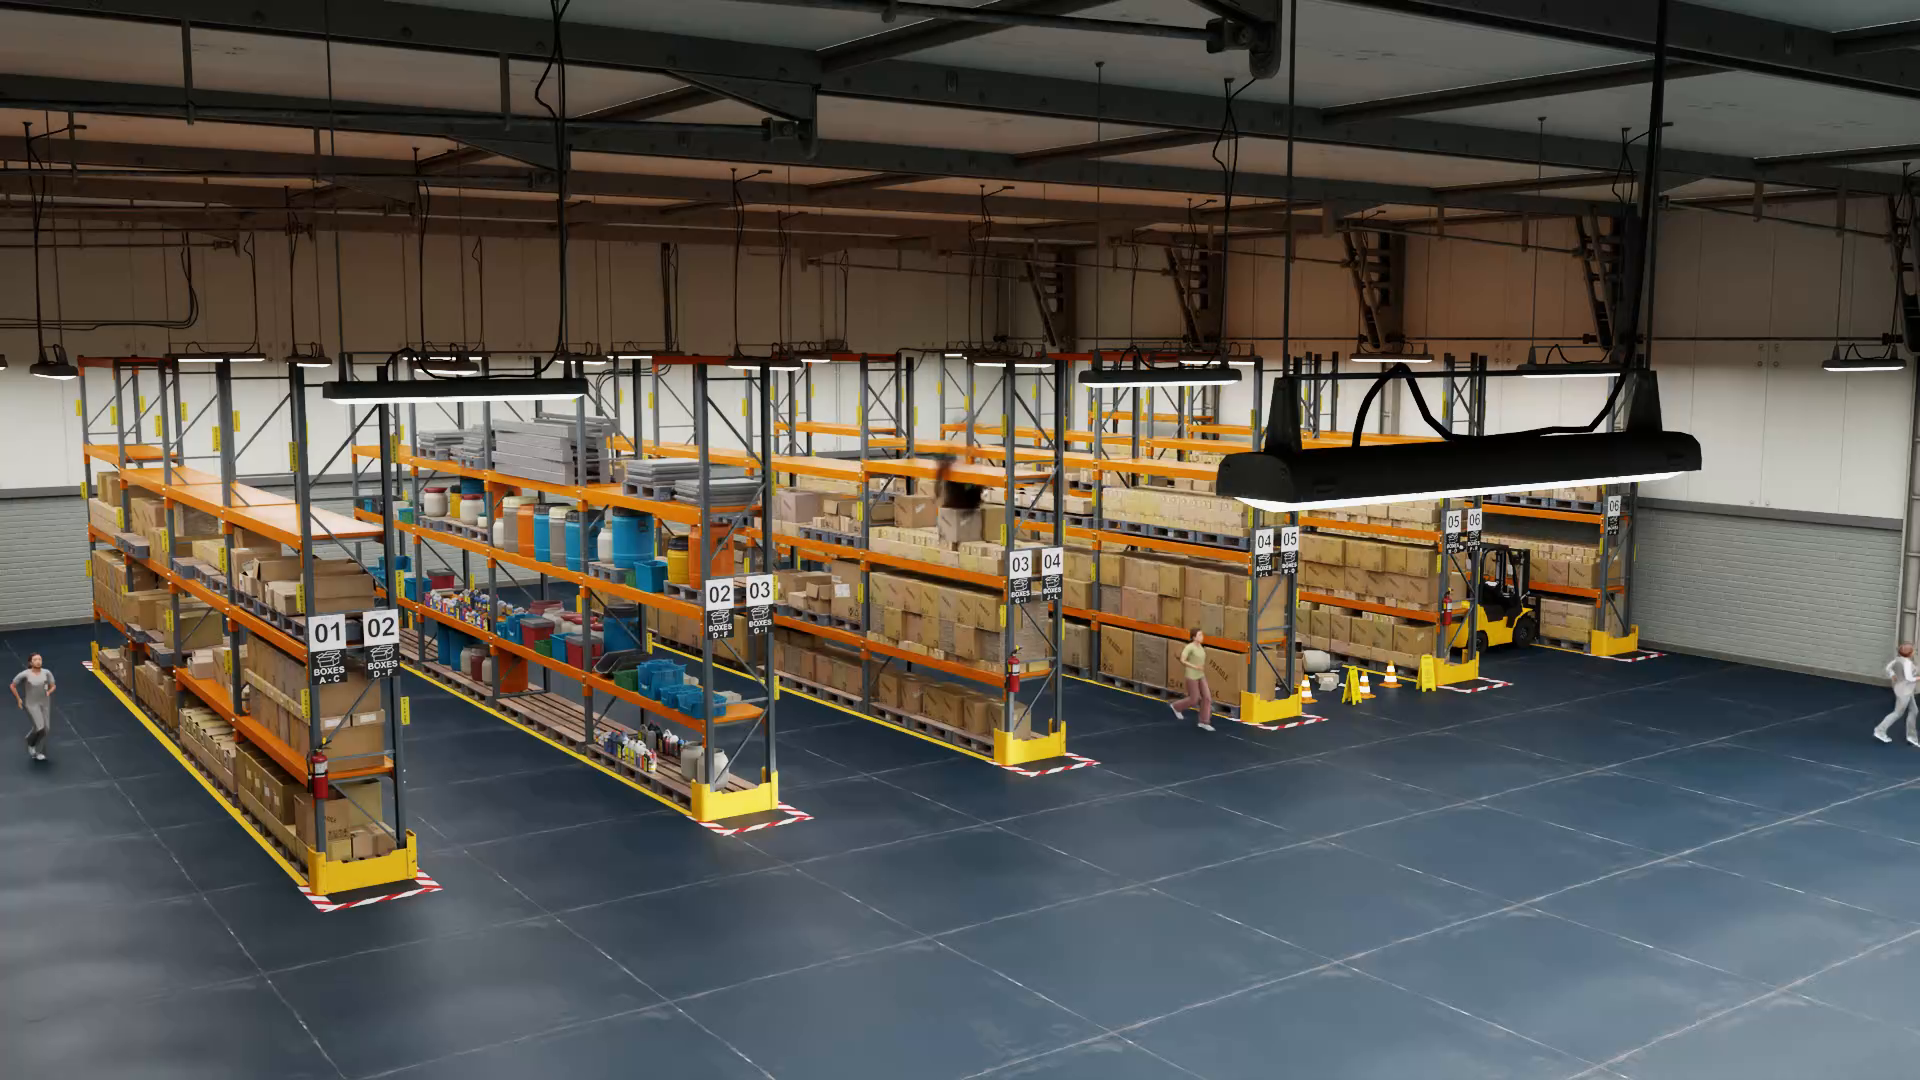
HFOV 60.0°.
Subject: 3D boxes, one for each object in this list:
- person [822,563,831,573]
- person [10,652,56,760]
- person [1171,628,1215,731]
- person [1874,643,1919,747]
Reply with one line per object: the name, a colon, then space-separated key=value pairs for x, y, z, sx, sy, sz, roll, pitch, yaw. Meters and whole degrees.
person: x=-3.334 y=0.302 z=42.884 sx=0.898 sy=1.682 sz=0.603 roll=-5 pitch=9 yaw=-37
person: x=-13.828 y=2.498 z=24.949 sx=0.535 sy=1.631 sz=0.568 roll=5 pitch=9 yaw=36
person: x=3.795 y=2.248 z=27.074 sx=0.834 sy=1.669 sz=0.616 roll=7 pitch=10 yaw=43
person: x=14.618 y=2.404 z=25.803 sx=0.719 sy=1.635 sz=0.524 roll=3 pitch=7 yaw=22
